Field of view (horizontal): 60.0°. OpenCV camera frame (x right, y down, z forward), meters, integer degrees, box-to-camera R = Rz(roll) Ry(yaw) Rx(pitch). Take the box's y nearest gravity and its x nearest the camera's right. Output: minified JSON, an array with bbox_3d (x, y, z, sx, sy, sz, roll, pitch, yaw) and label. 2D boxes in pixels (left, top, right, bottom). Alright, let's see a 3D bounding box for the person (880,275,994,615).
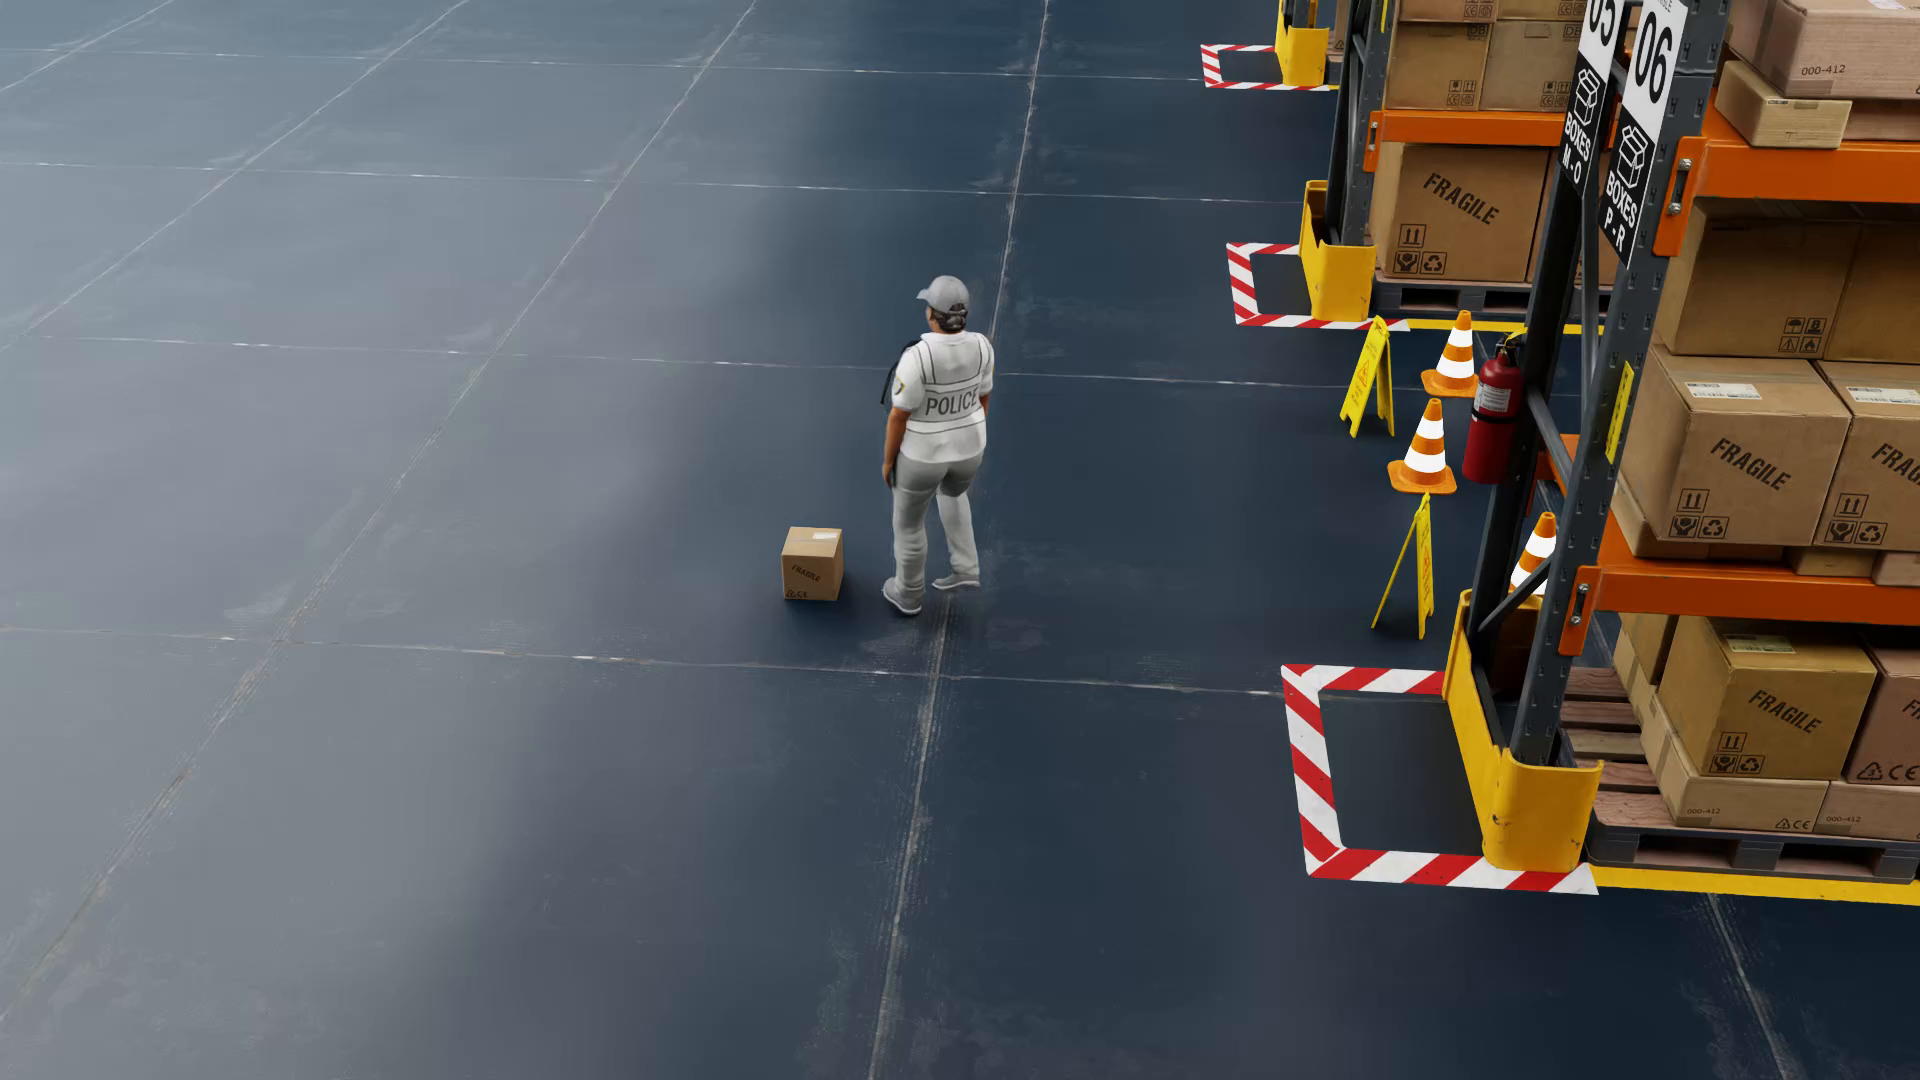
[{"bbox_3d":[-0.125,-0.409,7.386,0.507,1.658,0.472,-18,36,-26],"label":"person"}]
